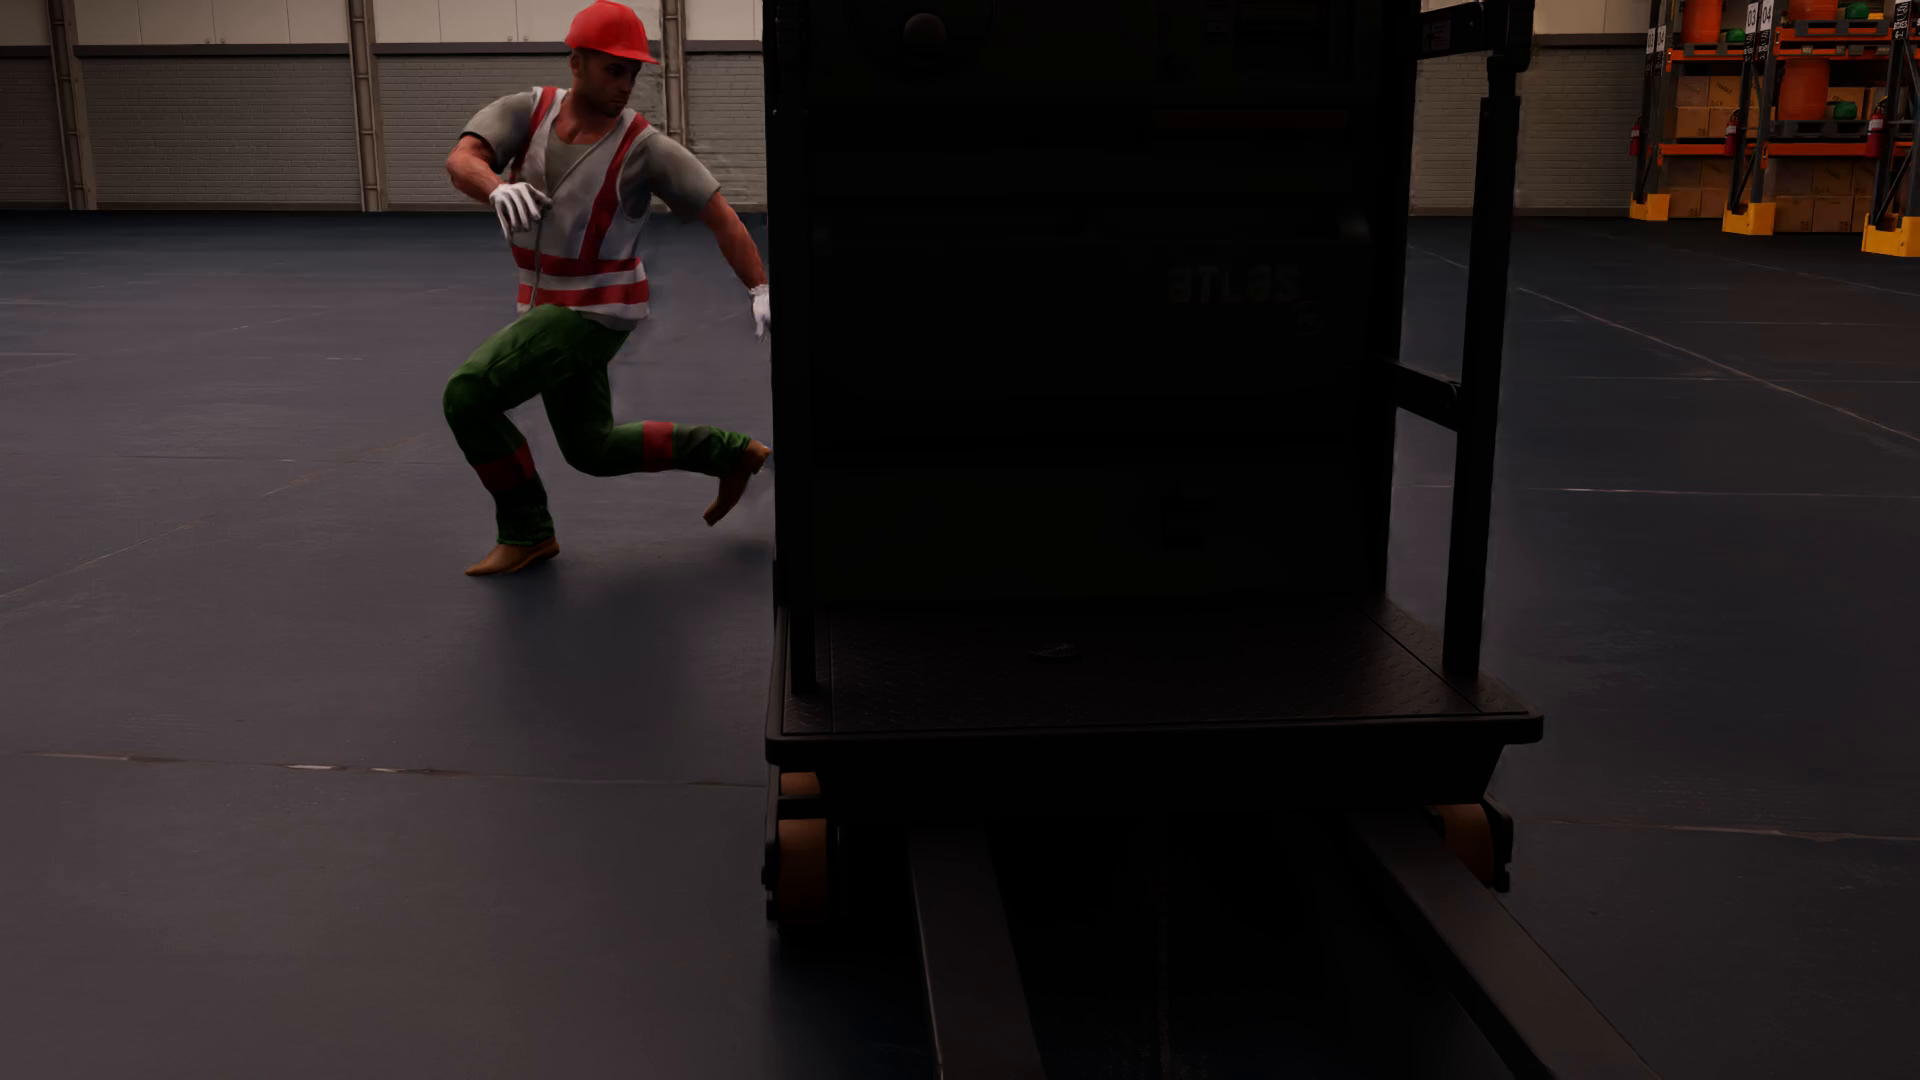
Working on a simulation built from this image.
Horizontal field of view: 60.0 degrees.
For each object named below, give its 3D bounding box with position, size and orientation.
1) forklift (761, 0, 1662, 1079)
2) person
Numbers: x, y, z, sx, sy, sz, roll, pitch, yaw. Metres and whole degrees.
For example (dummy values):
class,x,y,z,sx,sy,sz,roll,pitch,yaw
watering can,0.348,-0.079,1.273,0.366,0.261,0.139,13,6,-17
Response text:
class,x,y,z,sx,sy,sz,roll,pitch,yaw
forklift,0.240,-0.928,2.481,1.130,2.935,3.031,-1,13,-5
person,-0.943,-0.671,4.573,0.949,1.547,0.686,-12,18,-41
